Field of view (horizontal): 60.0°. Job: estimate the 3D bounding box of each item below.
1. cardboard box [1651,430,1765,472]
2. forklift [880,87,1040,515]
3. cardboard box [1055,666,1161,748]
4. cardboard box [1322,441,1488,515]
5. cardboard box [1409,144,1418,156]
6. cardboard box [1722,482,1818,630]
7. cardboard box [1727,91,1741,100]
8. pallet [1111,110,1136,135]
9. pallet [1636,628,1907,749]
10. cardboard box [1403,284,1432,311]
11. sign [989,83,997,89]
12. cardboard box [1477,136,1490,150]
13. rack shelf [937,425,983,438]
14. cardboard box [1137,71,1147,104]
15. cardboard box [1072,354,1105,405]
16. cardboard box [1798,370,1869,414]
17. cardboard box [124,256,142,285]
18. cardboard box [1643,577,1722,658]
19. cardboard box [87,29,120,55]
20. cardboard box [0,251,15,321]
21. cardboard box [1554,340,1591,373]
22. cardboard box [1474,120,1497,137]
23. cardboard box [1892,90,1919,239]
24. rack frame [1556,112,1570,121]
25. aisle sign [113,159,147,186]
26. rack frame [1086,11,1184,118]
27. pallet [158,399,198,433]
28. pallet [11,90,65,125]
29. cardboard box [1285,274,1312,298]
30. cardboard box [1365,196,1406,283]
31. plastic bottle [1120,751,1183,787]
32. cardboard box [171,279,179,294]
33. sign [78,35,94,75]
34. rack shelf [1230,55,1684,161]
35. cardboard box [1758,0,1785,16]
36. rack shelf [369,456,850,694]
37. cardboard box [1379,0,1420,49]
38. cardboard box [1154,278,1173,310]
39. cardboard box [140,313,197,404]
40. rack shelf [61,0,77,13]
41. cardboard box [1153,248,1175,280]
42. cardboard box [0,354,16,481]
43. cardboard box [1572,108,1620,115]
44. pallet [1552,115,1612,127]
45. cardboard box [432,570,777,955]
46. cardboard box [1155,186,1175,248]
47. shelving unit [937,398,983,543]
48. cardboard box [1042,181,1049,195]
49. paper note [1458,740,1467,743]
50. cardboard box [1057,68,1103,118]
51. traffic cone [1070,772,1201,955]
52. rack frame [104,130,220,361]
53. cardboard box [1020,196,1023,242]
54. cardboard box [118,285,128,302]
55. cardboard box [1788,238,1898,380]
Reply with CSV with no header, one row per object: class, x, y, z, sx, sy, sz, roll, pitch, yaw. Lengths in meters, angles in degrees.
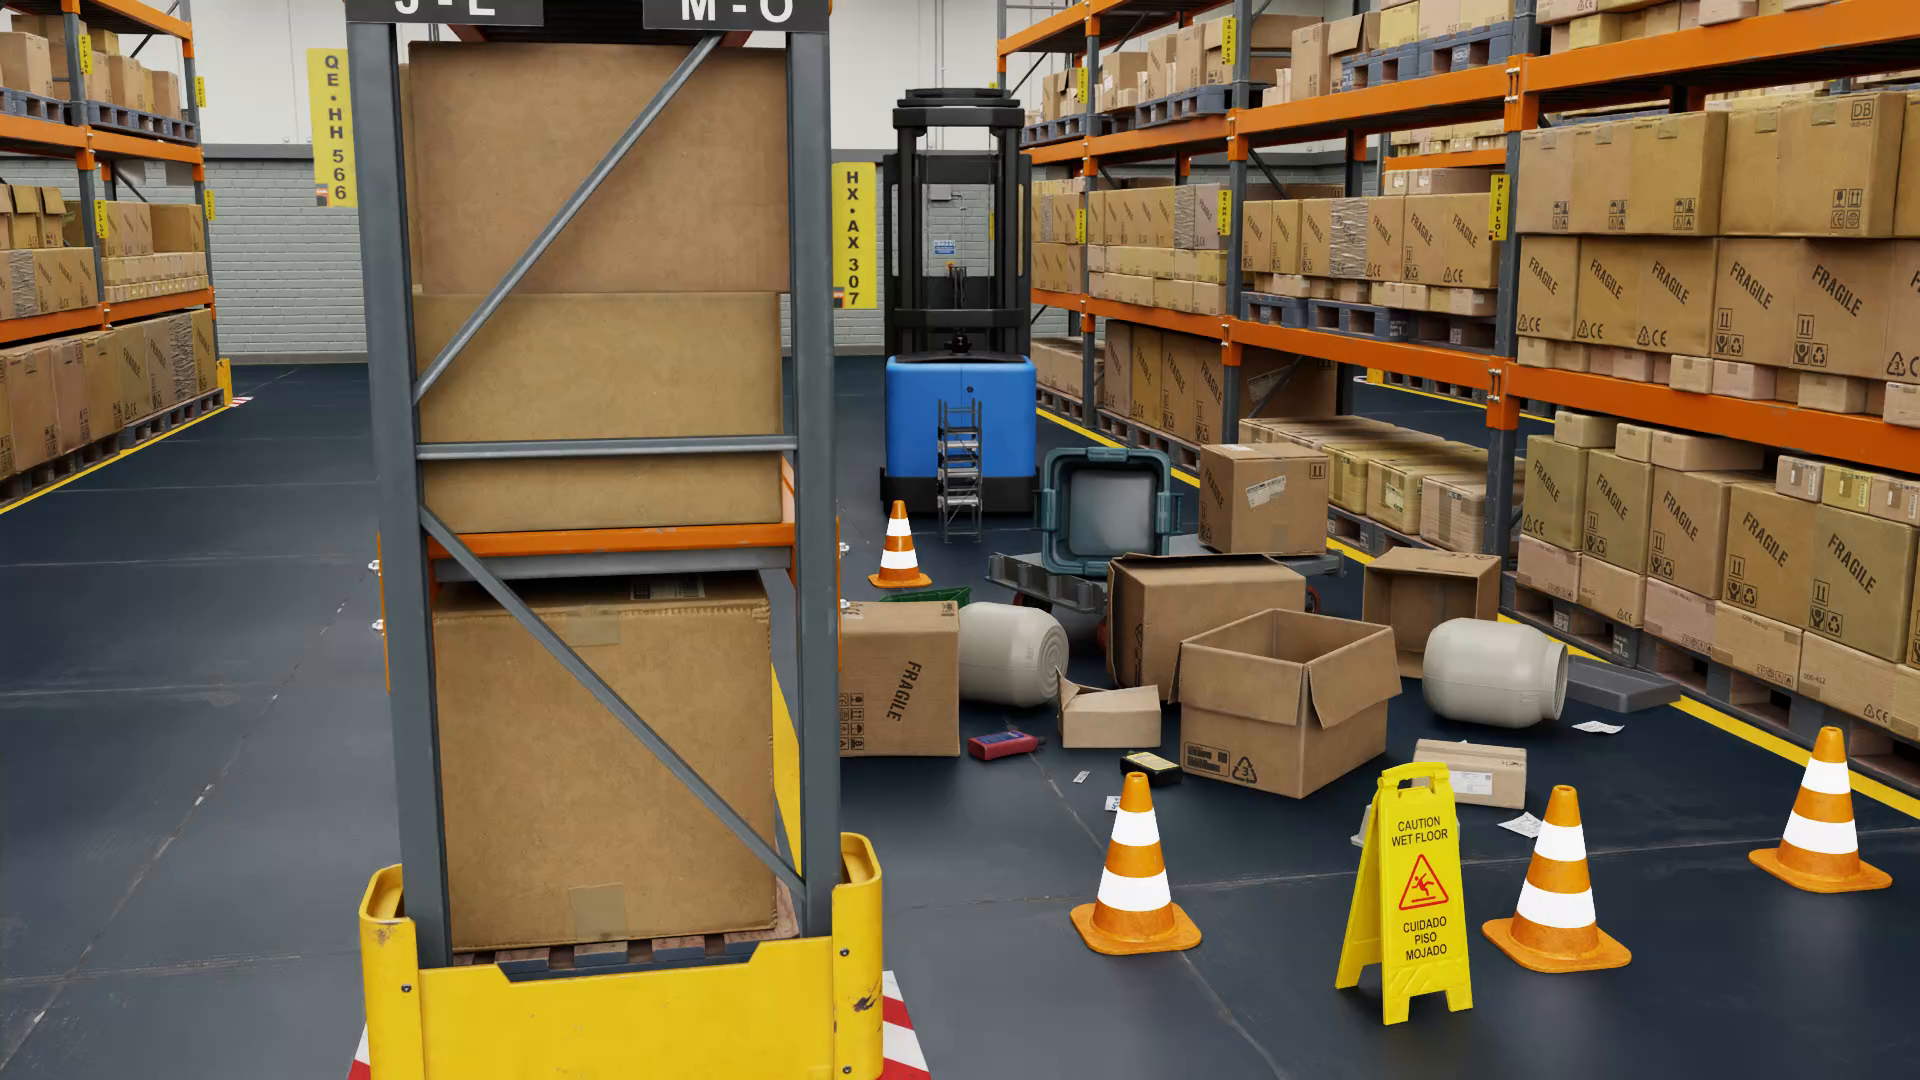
cardboard box,3.246,-0.391,7.220,0.380,0.149,0.250,-1,11,-8
forklift,-0.025,-1.841,12.532,1.130,2.935,3.031,0,11,-1
cardboard box,0.578,0.655,6.546,0.396,0.266,0.258,0,11,-1
cardboard box,2.889,-0.406,10.711,0.950,0.372,0.625,-2,11,-9
cardboard box,5.718,-4.753,20.297,0.380,0.149,0.250,-2,11,-10
cardboard box,3.443,0.049,6.644,0.500,0.500,0.500,-2,11,-12
cardboard box,6.910,-3.891,14.429,0.380,0.149,0.250,-2,11,-11
pallet,1.944,-3.816,15.211,0.805,0.209,1.217,-3,11,-13
pallet,3.679,0.581,7.081,1.003,0.211,1.213,-2,11,-11
cardboard box,2.783,-1.397,9.565,0.380,0.149,0.250,-2,11,-12
sign,0.394,-5.259,19.732,0.100,0.325,0.005,-2,11,-11
cardboard box,6.016,-4.425,18.572,0.380,0.149,0.250,-2,11,-10
rack shelf,-0.002,-0.676,10.576,0.258,0.077,0.200,-2,11,-11
cardboard box,1.729,-3.868,14.213,0.396,0.266,0.258,-1,11,-6
cardboard box,1.700,-1.669,17.173,0.875,0.438,0.875,-2,11,-12
cardboard box,3.451,-0.571,6.346,0.380,0.149,0.250,-2,11,-12
cardboard box,-7.930,-2.502,15.423,0.500,0.250,0.500,-2,11,-11
cardboard box,3.344,0.322,7.213,0.500,0.250,0.500,-2,11,-12
cardboard box,-8.398,-4.751,15.951,0.500,0.250,0.500,-2,11,-13
cardboard box,-7.259,-1.845,12.100,0.500,0.500,0.500,-2,11,-12
cardboard box,3.120,-0.898,8.063,0.380,0.149,0.250,-2,11,-9
cardboard box,6.046,-4.598,18.417,0.500,0.250,0.500,-2,11,-10
cardboard box,3.647,-1.267,5.593,0.700,0.500,0.500,-2,11,-10
rack frame,6.585,-5.731,16.738,1.000,3.000,0.127,-2,11,-11
aisle sign,-9.090,-4.255,18.077,0.394,0.787,0.004,-2,11,-11
rack frame,1.717,-5.550,15.786,1.000,3.000,0.127,-2,11,-11
pallet,-8.315,-1.239,16.640,1.003,0.211,1.213,-2,11,-11
pallet,-7.777,-3.455,13.317,0.805,0.209,1.217,-3,11,-13
cardboard box,2.439,-1.729,11.308,0.380,0.149,0.250,-2,11,-11
cardboard box,2.766,-1.799,9.939,0.500,0.500,0.500,-2,11,-9
plastic bottle,0.685,0.836,6.139,0.133,0.061,0.283,-6,13,-31
cardboard box,-8.138,-2.564,16.818,0.380,0.149,0.250,-2,11,-11
sign,-7.473,-4.146,14.209,0.100,0.325,0.005,-2,11,-11
rack shelf,2.884,-2.622,10.352,1.077,0.370,4.000,-2,11,-11
cardboard box,3.393,-2.136,6.546,0.380,0.149,0.250,-2,11,-11
rack shelf,-1.174,-0.216,5.735,1.077,0.370,4.000,-2,11,-11
cardboard box,2.826,-3.030,9.848,0.500,0.250,0.500,-2,11,-10
cardboard box,1.945,-2.065,13.922,0.500,0.250,0.500,-2,11,-12
cardboard box,-8.402,-1.857,16.989,0.875,0.875,0.875,-2,11,-11
rack shelf,-7.615,-4.272,12.070,1.077,0.370,4.000,-2,11,-11
cardboard box,1.929,-2.307,13.861,0.500,0.250,0.500,-2,11,-12
cardboard box,-7.339,-0.798,11.428,1.225,0.875,0.875,-3,11,-14
cardboard box,6.270,-4.271,16.374,0.380,0.149,0.250,-2,11,-10
pallet,6.643,-4.043,16.394,1.213,0.211,1.003,-2,11,-11
cardboard box,-0.981,0.512,4.541,0.875,0.875,0.875,-2,11,-11
cardboard box,1.940,-2.680,13.811,0.500,0.500,0.500,-2,11,-11
shelving unit,-0.002,-0.444,10.620,0.258,0.900,0.210,-2,11,-11
cardboard box,1.096,-3.788,17.898,0.380,0.149,0.250,-2,11,-11
paper note,1.897,0.800,6.440,0.148,0.019,0.142,2,11,9
cardboard box,1.423,-4.628,17.302,0.797,0.503,0.637,-1,11,-7
traffic cone,0.505,0.894,4.761,0.336,0.463,0.334,-2,11,-11
rack frame,-8.781,-2.976,18.308,1.000,3.000,0.127,-2,11,-11
cardboard box,0.968,-3.589,18.591,0.500,0.500,0.500,-2,11,-11
cardboard box,-7.786,-2.233,15.079,0.380,0.149,0.250,-2,11,-13
cardboard box,3.489,-0.870,6.183,0.500,0.500,0.500,-2,11,-11
